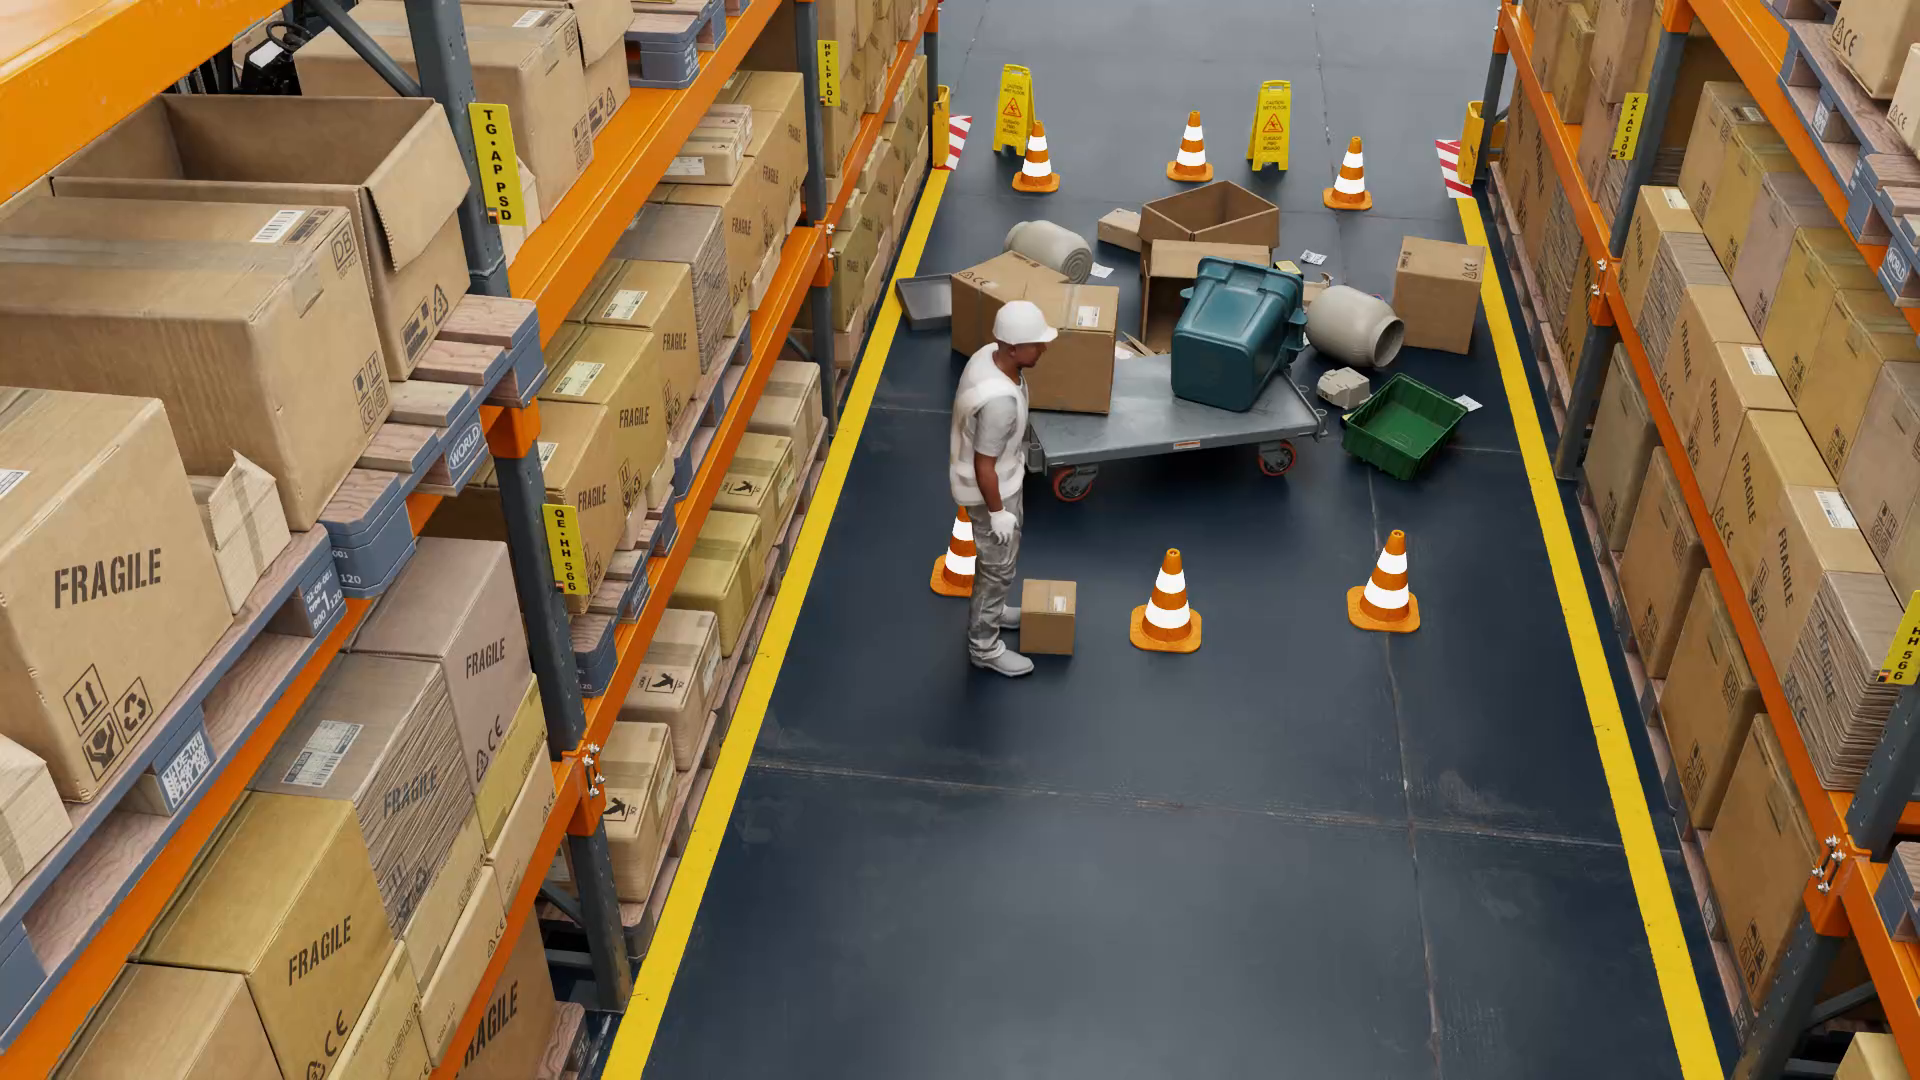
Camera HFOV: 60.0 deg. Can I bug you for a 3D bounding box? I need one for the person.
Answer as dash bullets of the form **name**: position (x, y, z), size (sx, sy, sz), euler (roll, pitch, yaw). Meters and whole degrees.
- **person**: position (0.182, -0.247, 7.374), size (0.450, 1.774, 0.617), euler (3, 36, 5)
